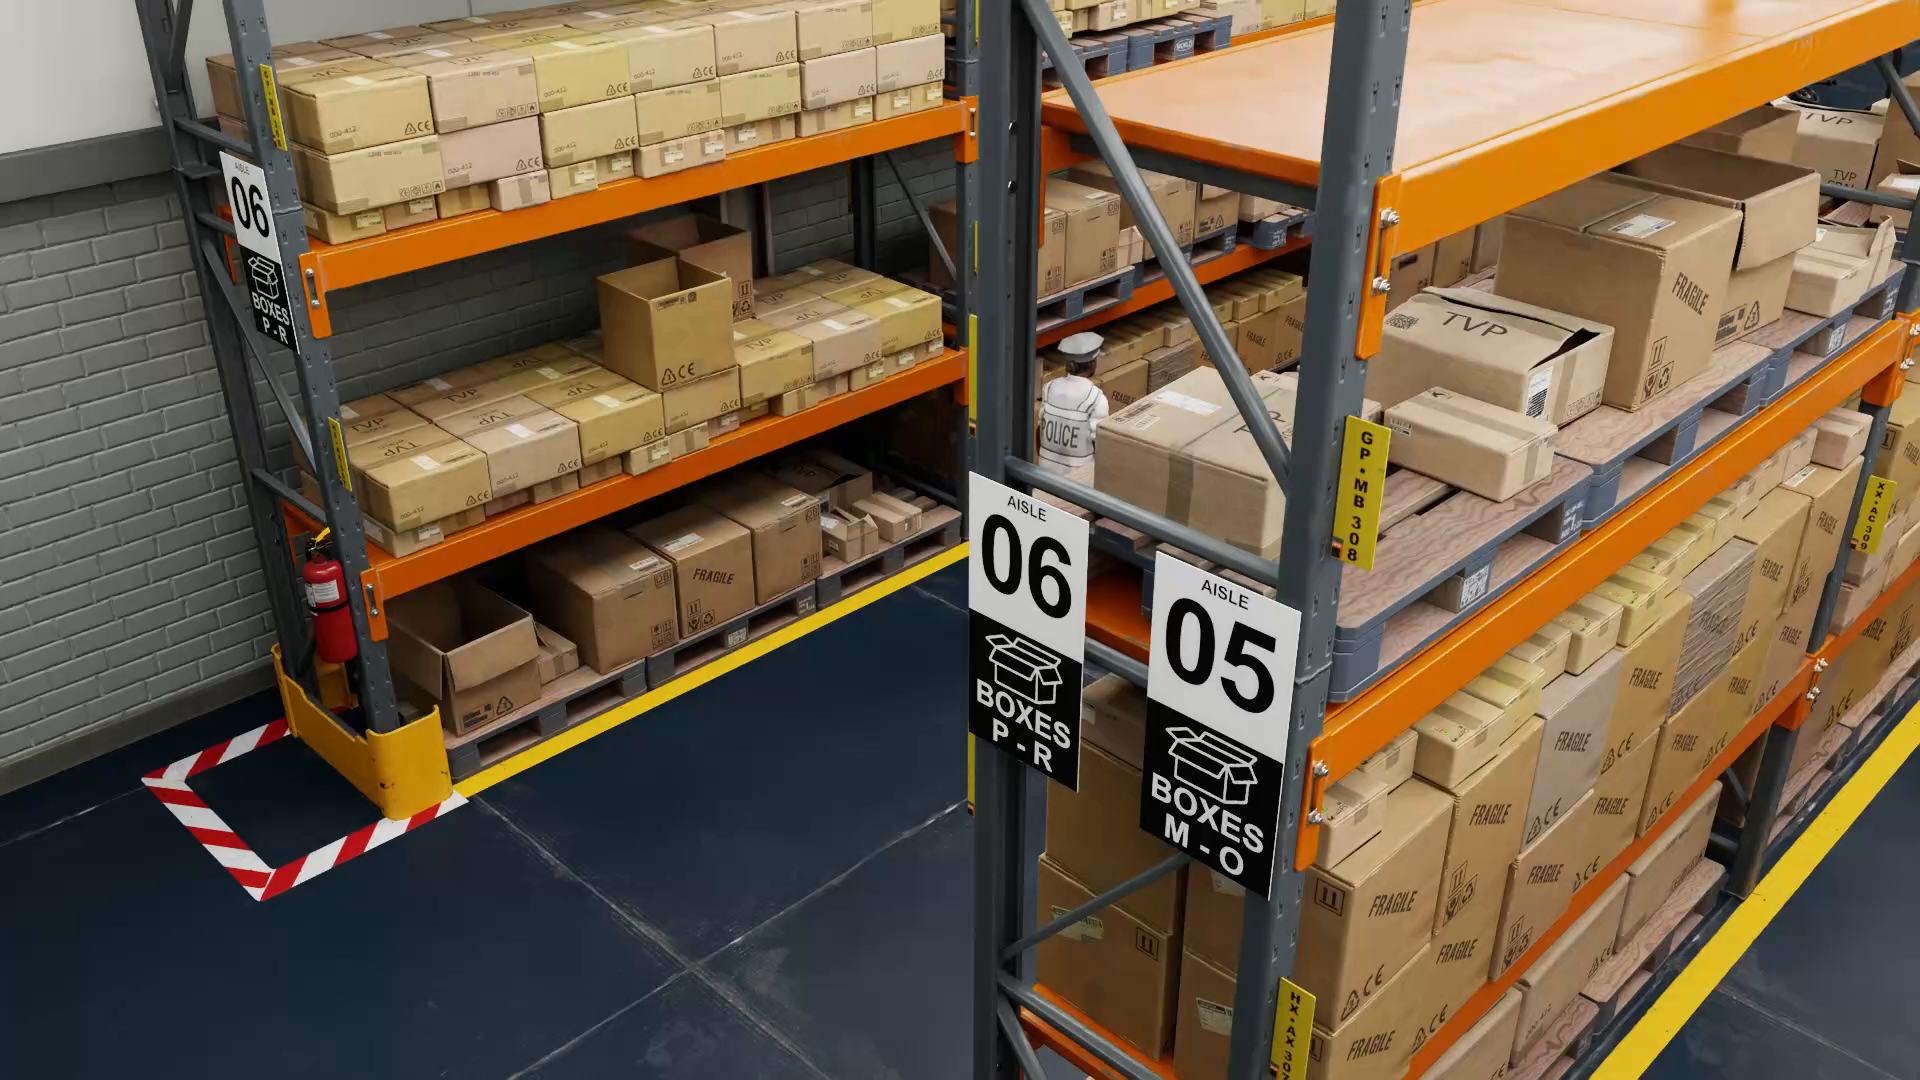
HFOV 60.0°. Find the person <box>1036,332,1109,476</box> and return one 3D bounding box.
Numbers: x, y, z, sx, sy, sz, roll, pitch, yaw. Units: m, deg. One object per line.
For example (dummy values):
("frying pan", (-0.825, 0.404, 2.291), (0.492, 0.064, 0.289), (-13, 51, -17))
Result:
("person", (0.672, -0.358, 9.582), (0.524, 1.658, 0.395), (21, 34, 34))
